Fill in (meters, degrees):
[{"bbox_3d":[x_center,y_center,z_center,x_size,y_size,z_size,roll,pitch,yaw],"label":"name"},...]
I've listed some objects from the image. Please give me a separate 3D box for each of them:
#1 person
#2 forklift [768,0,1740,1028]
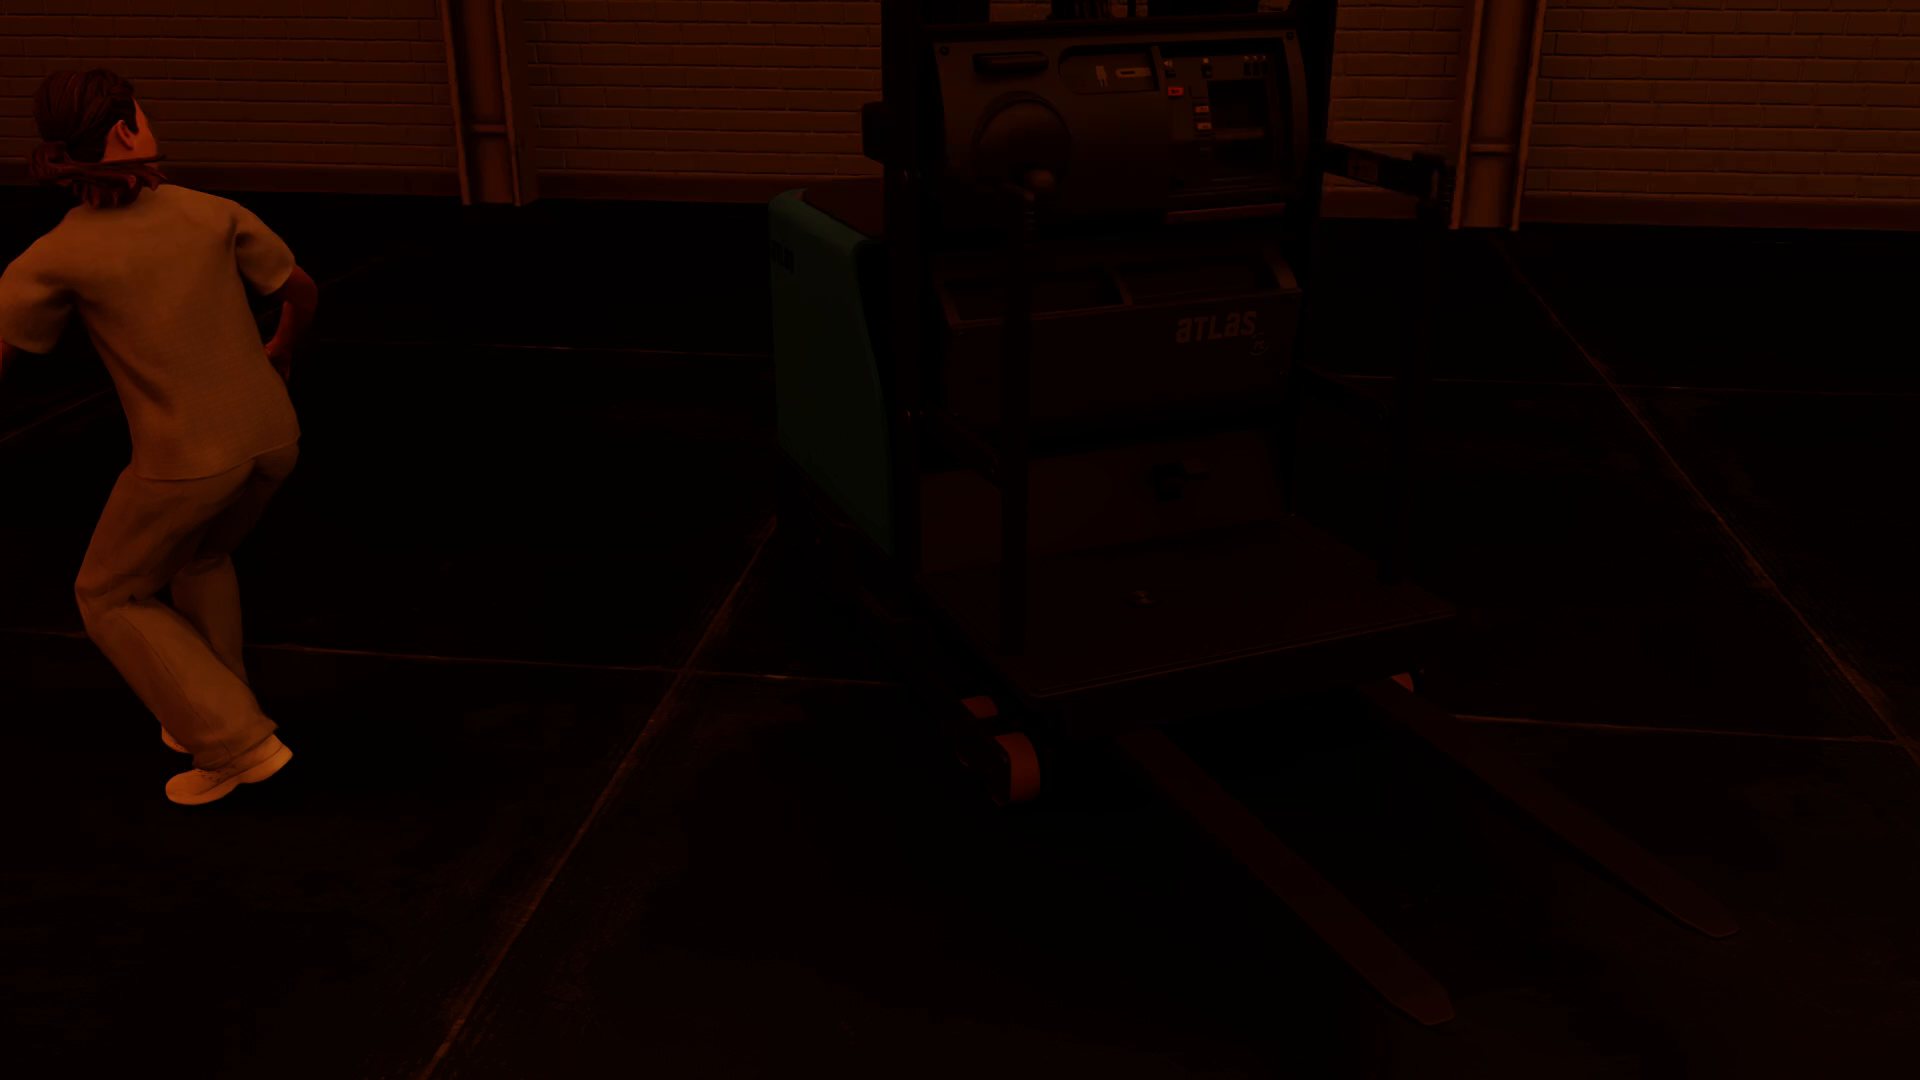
[{"bbox_3d":[-1.741,-0.220,3.625,0.698,1.570,0.718,14,26,30],"label":"person"},{"bbox_3d":[0.466,-0.946,3.603,1.130,2.935,3.031,-9,24,-21],"label":"forklift"}]
